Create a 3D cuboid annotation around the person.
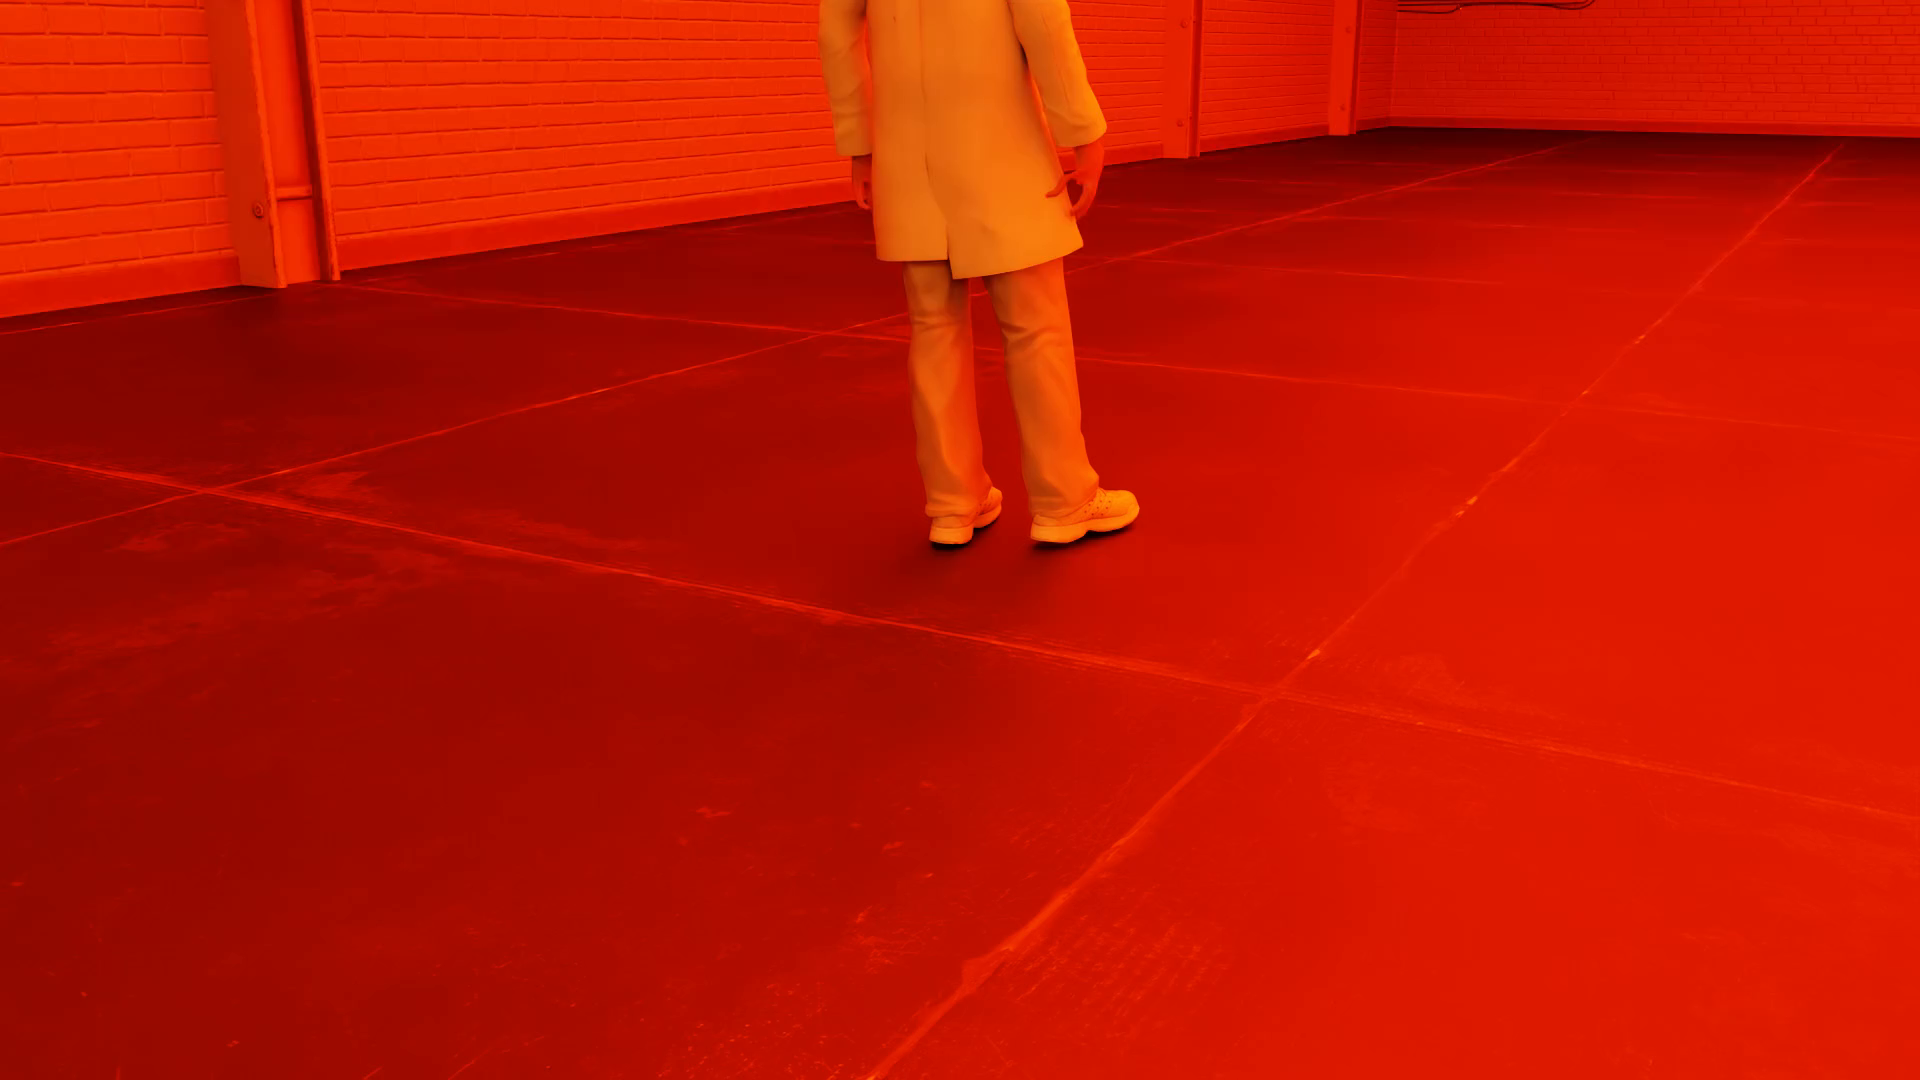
[{"bbox_3d":[0.048,-0.882,3.862,0.696,1.778,0.578,9,19,28],"label":"person"}]
